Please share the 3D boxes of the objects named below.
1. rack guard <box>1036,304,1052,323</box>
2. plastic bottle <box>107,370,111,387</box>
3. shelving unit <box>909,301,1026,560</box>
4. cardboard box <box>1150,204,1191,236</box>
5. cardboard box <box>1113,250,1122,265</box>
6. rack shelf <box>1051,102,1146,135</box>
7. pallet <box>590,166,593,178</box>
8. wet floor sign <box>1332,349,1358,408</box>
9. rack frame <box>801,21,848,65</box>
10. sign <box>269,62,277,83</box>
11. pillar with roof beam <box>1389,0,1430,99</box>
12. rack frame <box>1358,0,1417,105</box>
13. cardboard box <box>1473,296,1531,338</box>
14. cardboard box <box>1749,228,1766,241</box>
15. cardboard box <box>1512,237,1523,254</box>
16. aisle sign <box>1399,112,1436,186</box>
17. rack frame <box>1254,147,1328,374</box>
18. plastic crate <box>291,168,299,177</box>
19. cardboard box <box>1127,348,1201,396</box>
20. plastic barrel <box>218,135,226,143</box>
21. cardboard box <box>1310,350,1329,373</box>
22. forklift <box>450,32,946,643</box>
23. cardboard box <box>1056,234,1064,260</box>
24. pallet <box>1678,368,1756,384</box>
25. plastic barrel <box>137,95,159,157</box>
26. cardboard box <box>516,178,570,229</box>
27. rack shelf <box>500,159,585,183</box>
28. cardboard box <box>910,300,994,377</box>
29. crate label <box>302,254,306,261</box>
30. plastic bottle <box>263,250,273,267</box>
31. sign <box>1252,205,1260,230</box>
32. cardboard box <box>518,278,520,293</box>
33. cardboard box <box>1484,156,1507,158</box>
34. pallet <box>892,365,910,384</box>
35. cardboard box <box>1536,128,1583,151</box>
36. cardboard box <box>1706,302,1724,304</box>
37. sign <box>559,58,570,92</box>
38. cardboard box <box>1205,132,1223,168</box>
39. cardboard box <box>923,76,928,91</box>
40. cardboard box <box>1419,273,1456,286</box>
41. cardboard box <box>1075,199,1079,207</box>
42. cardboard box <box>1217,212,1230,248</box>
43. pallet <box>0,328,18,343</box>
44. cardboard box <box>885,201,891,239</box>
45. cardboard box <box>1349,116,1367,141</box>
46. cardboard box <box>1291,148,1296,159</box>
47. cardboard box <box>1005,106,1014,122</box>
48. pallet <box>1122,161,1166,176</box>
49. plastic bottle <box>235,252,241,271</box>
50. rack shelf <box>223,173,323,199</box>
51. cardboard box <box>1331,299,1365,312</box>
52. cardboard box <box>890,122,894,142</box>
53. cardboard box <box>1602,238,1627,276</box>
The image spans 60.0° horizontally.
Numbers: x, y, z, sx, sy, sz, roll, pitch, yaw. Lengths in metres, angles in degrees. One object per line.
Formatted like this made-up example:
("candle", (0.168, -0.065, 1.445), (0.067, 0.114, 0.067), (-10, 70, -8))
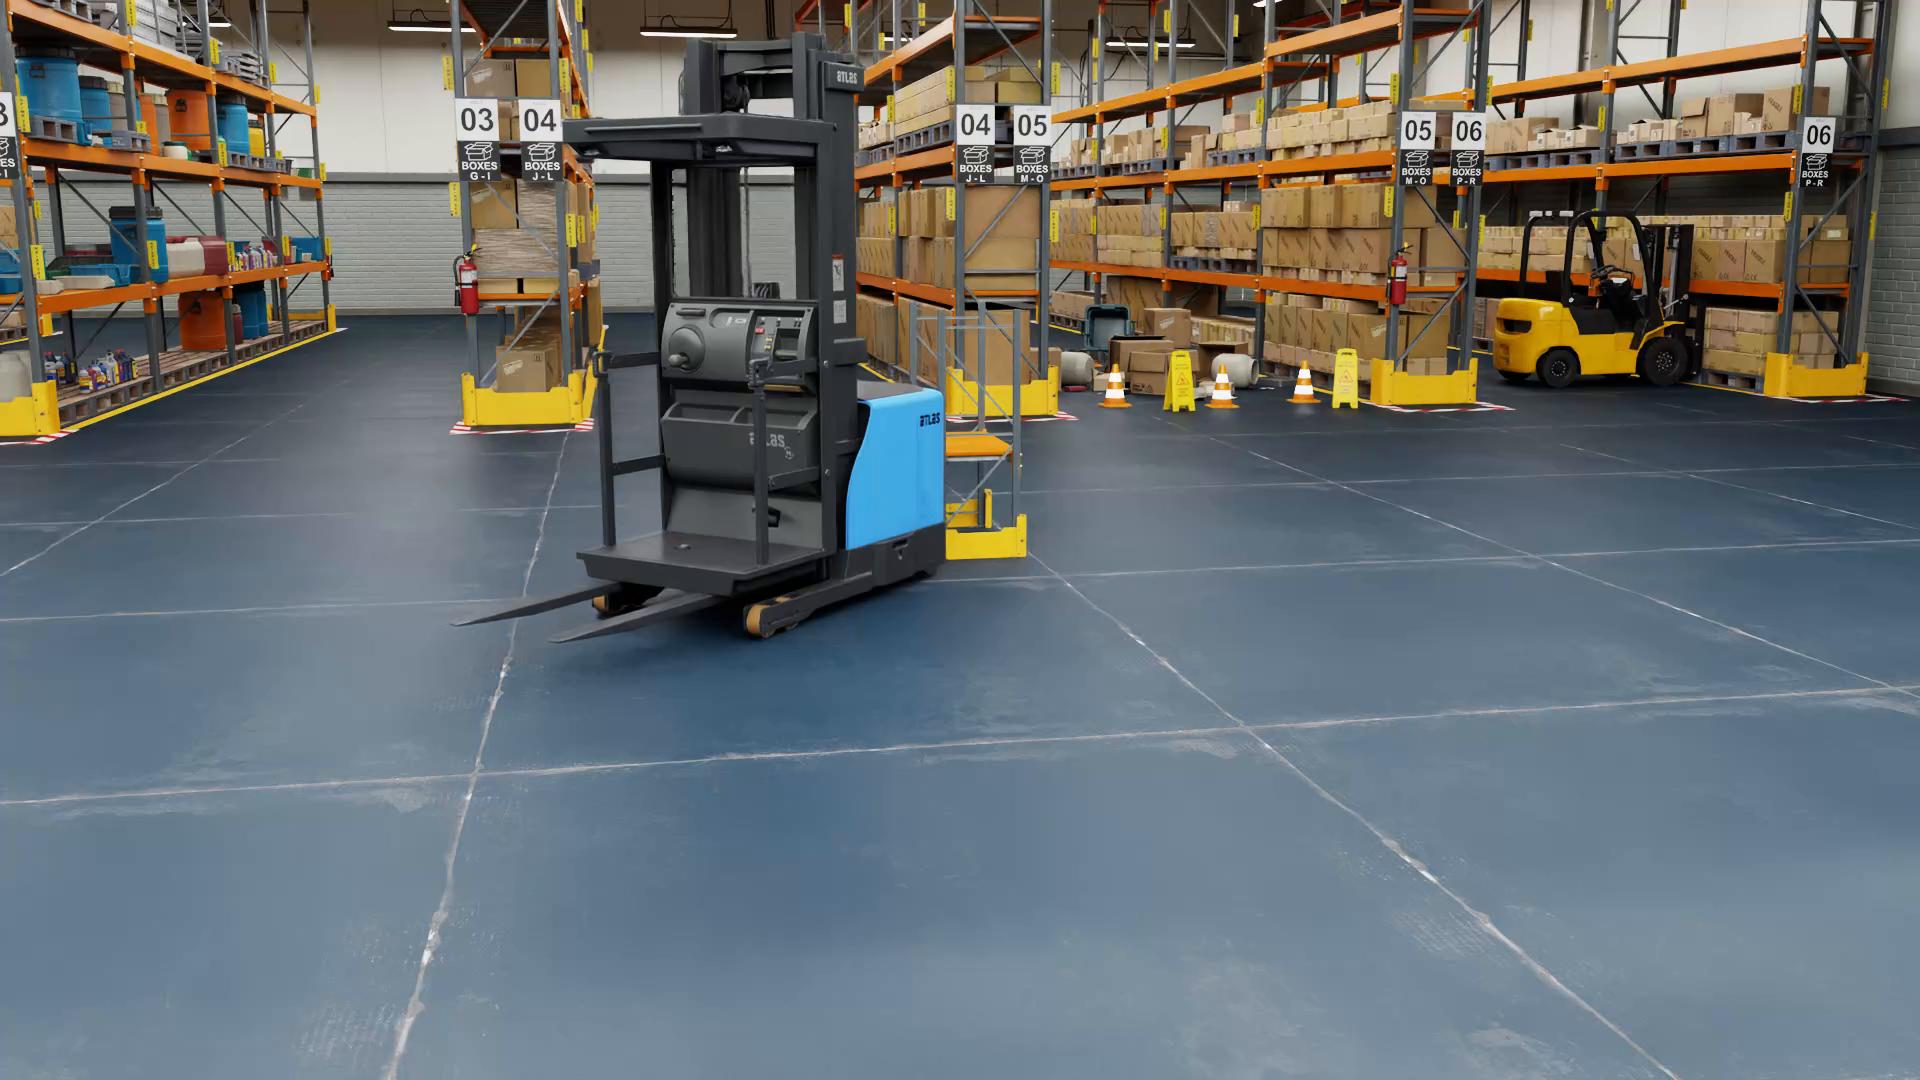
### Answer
("rack guard", (2.162, -4.735, 34.235), (1.175, 0.500, 0.348), (-2, 11, -11))
("plastic bottle", (-9.492, -1.806, 18.468), (0.097, 0.201, 0.097), (0, 11, 0))
("shelving unit", (0.015, -0.723, 10.483), (0.587, 1.500, 1.083), (-2, 11, -11))
("cardboard box", (3.366, -5.117, 26.615), (0.500, 0.500, 0.500), (-2, 11, -13))
("cardboard box", (2.958, -4.871, 28.668), (0.500, 0.250, 0.500), (-2, 11, -11))
("rack shelf", (2.556, -7.989, 31.595), (1.077, 0.370, 4.000), (-2, 11, -11))
("pallet", (-7.399, -6.892, 31.100), (1.003, 0.211, 1.213), (-2, 11, -11))
("wet floor sign", (4.266, -1.793, 18.393), (0.267, 0.644, 0.232), (2, 11, 9))
("rack frame", (-2.669, -8.707, 32.374), (1.000, 3.000, 0.127), (-2, 11, -11))
("sign", (-11.094, -7.548, 26.846), (0.100, 0.325, 0.005), (-2, 11, -11))
("pillar with roof beam", (4.339, -8.357, 30.536), (9.100, 9.000, 0.548), (-2, 11, -11))
("rack frame", (7.813, -8.353, 30.515), (1.000, 3.000, 0.127), (-2, 11, -11))
("cardboard box", (8.699, -3.597, 26.801), (0.875, 0.625, 0.625), (-2, 11, -9))
("cardboard box", (9.726, -3.672, 19.964), (0.380, 0.149, 0.250), (-2, 11, -10))
("cardboard box", (8.742, -4.473, 25.237), (0.500, 0.250, 0.500), (-2, 11, -10))
("aisle sign", (5.007, -4.279, 18.202), (0.394, 0.787, 0.004), (-2, 11, -11))
("rack frame", (4.501, -3.757, 22.415), (1.000, 3.000, 0.127), (-2, 11, -11))
("plastic crate", (-11.767, -6.392, 28.939), (0.437, 0.136, 0.530), (-2, 11, -11))
("cardboard box", (2.454, -2.027, 20.003), (0.637, 0.503, 0.797), (9, 14, 38))
("plastic barrel", (-10.837, -5.757, 24.189), (0.294, 0.245, 0.294), (0, 11, 0))
("cardboard box", (4.658, -2.209, 20.510), (0.500, 0.250, 0.500), (-3, 11, -13))
("forklift", (-1.259, -1.057, 8.409), (1.130, 2.935, 3.031), (6, 12, 30))
("cardboard box", (2.186, -5.723, 32.476), (0.500, 0.500, 0.500), (-2, 11, -11))
("pallet", (9.723, -2.197, 21.675), (1.003, 0.211, 1.213), (-2, 11, -11))
("plastic barrel", (-10.782, -5.357, 21.646), (0.600, 0.830, 0.708), (-2, 11, -11))
("cardboard box", (-4.281, -3.461, 17.119), (0.500, 0.500, 0.500), (-2, 11, -11))
("rack shelf", (-5.609, -4.884, 22.236), (1.077, 0.370, 4.000), (-2, 11, -11))
("cardboard box", (-0.102, -2.438, 20.044), (0.875, 0.875, 0.875), (-2, 11, -11))
("crate label", (-11.956, -5.071, 29.861), (0.396, 0.136, 0.243), (-2, 11, -11))
("plastic bottle", (-11.240, -4.563, 26.978), (0.152, 0.276, 0.135), (-2, 11, -11))
("sign", (3.957, -4.305, 22.197), (0.100, 0.325, 0.005), (-2, 11, -11))
("cardboard box", (-4.748, -2.631, 17.167), (0.380, 0.149, 0.250), (-2, 11, -11))
("cardboard box", (8.754, -6.344, 27.315), (0.380, 0.149, 0.250), (-2, 11, -10))
("pallet", (-0.264, -2.047, 20.885), (1.003, 0.211, 1.213), (-2, 11, -11))
("cardboard box", (8.840, -5.888, 24.437), (0.500, 0.311, 0.500), (-3, 11, -13))
("cardboard box", (9.853, -3.016, 22.079), (0.500, 0.250, 0.500), (-2, 11, -11))
("sign", (-3.910, -4.586, 16.409), (0.100, 0.325, 0.005), (-2, 11, -11))
("cardboard box", (4.048, -5.737, 24.515), (0.797, 0.503, 0.637), (-2, 11, -11))
("cardboard box", (-0.202, -5.105, 18.622), (0.380, 0.149, 0.250), (-2, 11, -12))
("cardboard box", (5.416, -2.970, 18.951), (0.380, 0.149, 0.250), (-2, 11, -11))
("cardboard box", (2.386, -6.365, 31.440), (0.380, 0.149, 0.250), (-2, 11, -12))
("cardboard box", (3.994, -4.421, 23.716), (0.500, 0.500, 0.500), (-2, 11, -9))
("pallet", (-16.867, -3.485, 28.442), (1.003, 0.211, 1.213), (-2, 11, -11))
("cardboard box", (-0.637, -4.377, 22.729), (0.700, 0.500, 0.500), (-2, 11, -11))
("cardboard box", (4.832, -4.747, 19.196), (0.500, 0.250, 0.500), (-2, 11, -12))
("cardboard box", (4.474, -4.950, 21.330), (0.380, 0.149, 0.250), (-2, 11, -11))
("cardboard box", (0.691, -4.505, 17.604), (0.380, 0.149, 0.250), (-2, 11, -11))
("pallet", (3.325, -6.193, 27.694), (1.003, 0.211, 1.213), (-2, 11, -8))
("plastic bottle", (-10.739, -4.138, 24.725), (0.061, 0.283, 0.133), (-2, 11, -11))
("rack shelf", (-12.023, -6.171, 28.998), (1.077, 0.370, 4.000), (-2, 11, -11))
("cardboard box", (4.684, -2.815, 19.954), (0.380, 0.149, 0.250), (-2, 11, -10))
("cardboard box", (-0.629, -5.338, 21.707), (0.500, 0.250, 0.500), (-2, 11, -10))
("cardboard box", (9.199, -3.897, 22.880), (0.500, 0.500, 0.500), (-2, 11, -13))
